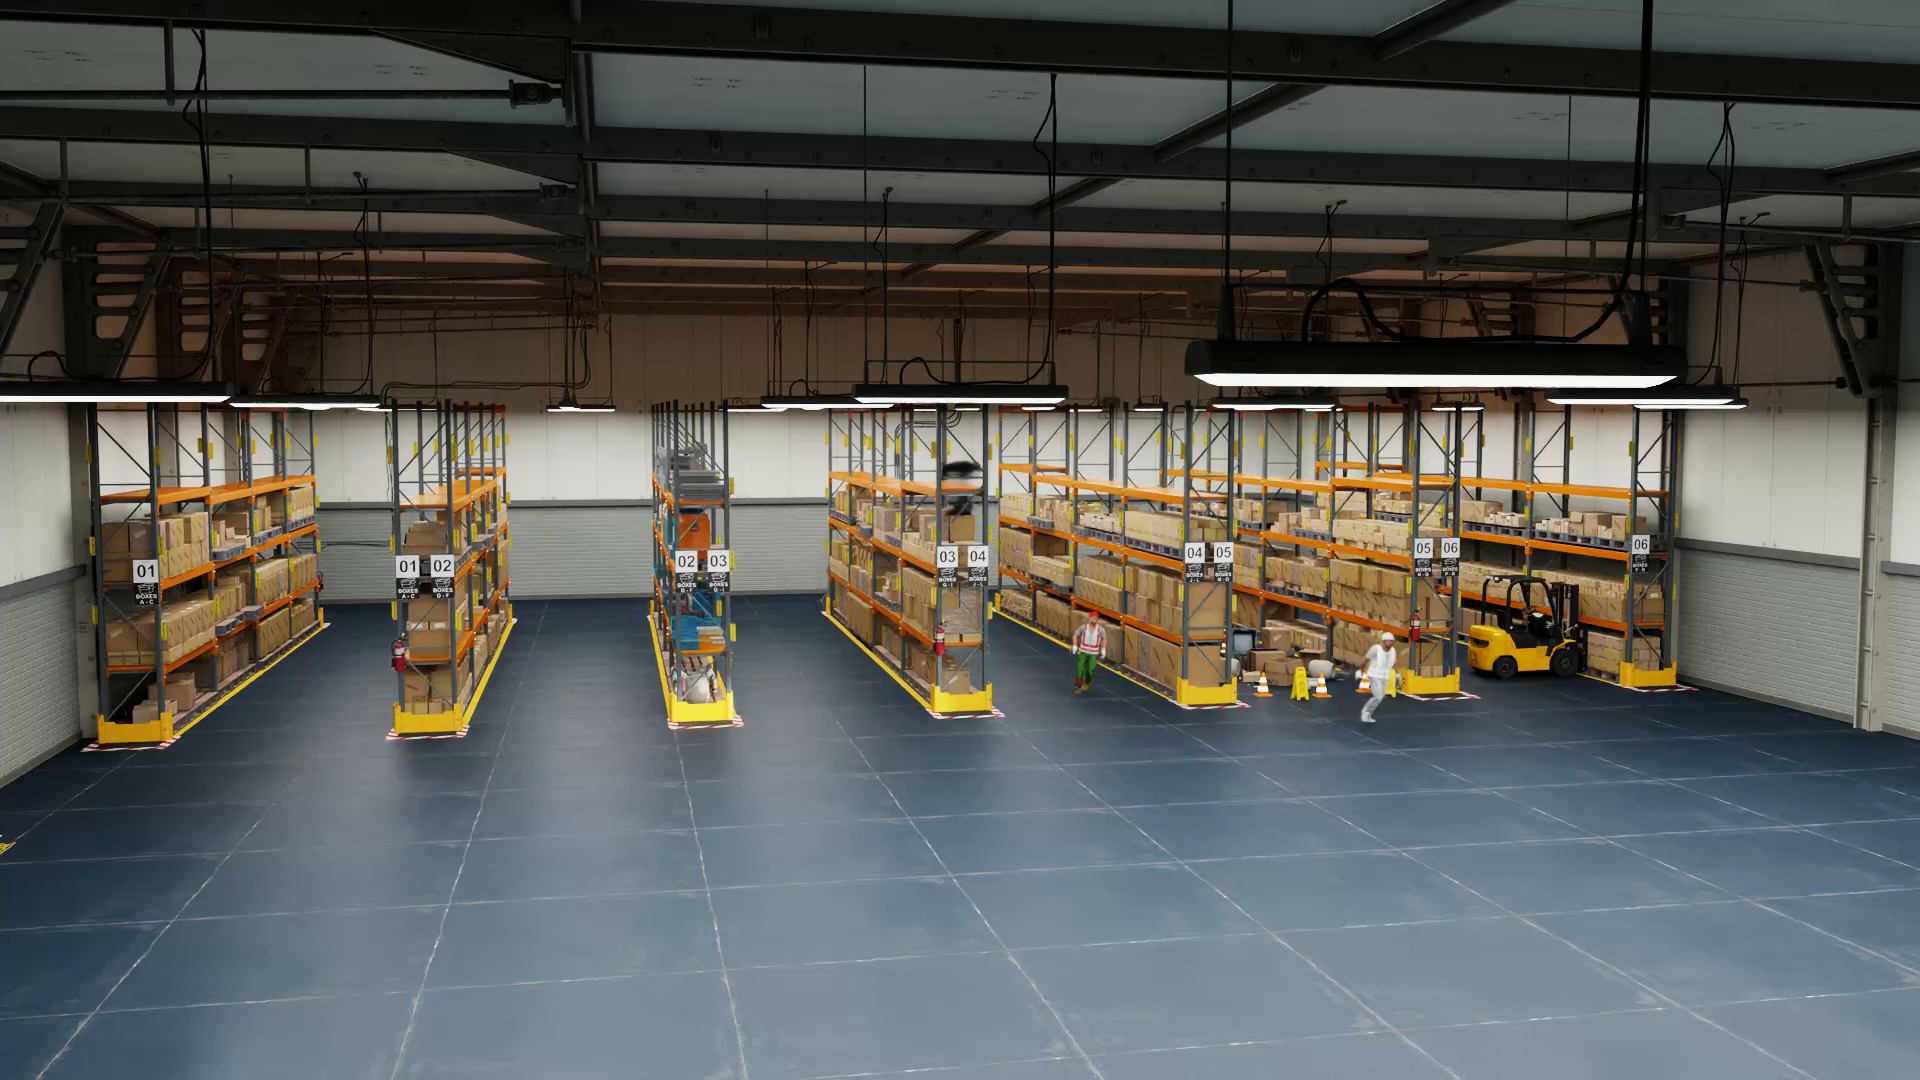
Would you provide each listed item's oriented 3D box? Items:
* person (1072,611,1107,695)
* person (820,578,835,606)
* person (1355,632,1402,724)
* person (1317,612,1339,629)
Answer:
[{"bbox_3d":[2.642,2.315,33.952,0.708,1.722,0.479,0,4,3],"label":"person"},{"bbox_3d":[-3.668,1.233,48.698,0.848,1.619,0.600,0,4,-3],"label":"person"},{"bbox_3d":[7.748,2.541,30.684,0.653,1.719,0.734,-3,5,-31],"label":"person"},{"bbox_3d":[9.801,1.578,44.352,0.593,1.629,0.916,-2,5,-28],"label":"person"}]
